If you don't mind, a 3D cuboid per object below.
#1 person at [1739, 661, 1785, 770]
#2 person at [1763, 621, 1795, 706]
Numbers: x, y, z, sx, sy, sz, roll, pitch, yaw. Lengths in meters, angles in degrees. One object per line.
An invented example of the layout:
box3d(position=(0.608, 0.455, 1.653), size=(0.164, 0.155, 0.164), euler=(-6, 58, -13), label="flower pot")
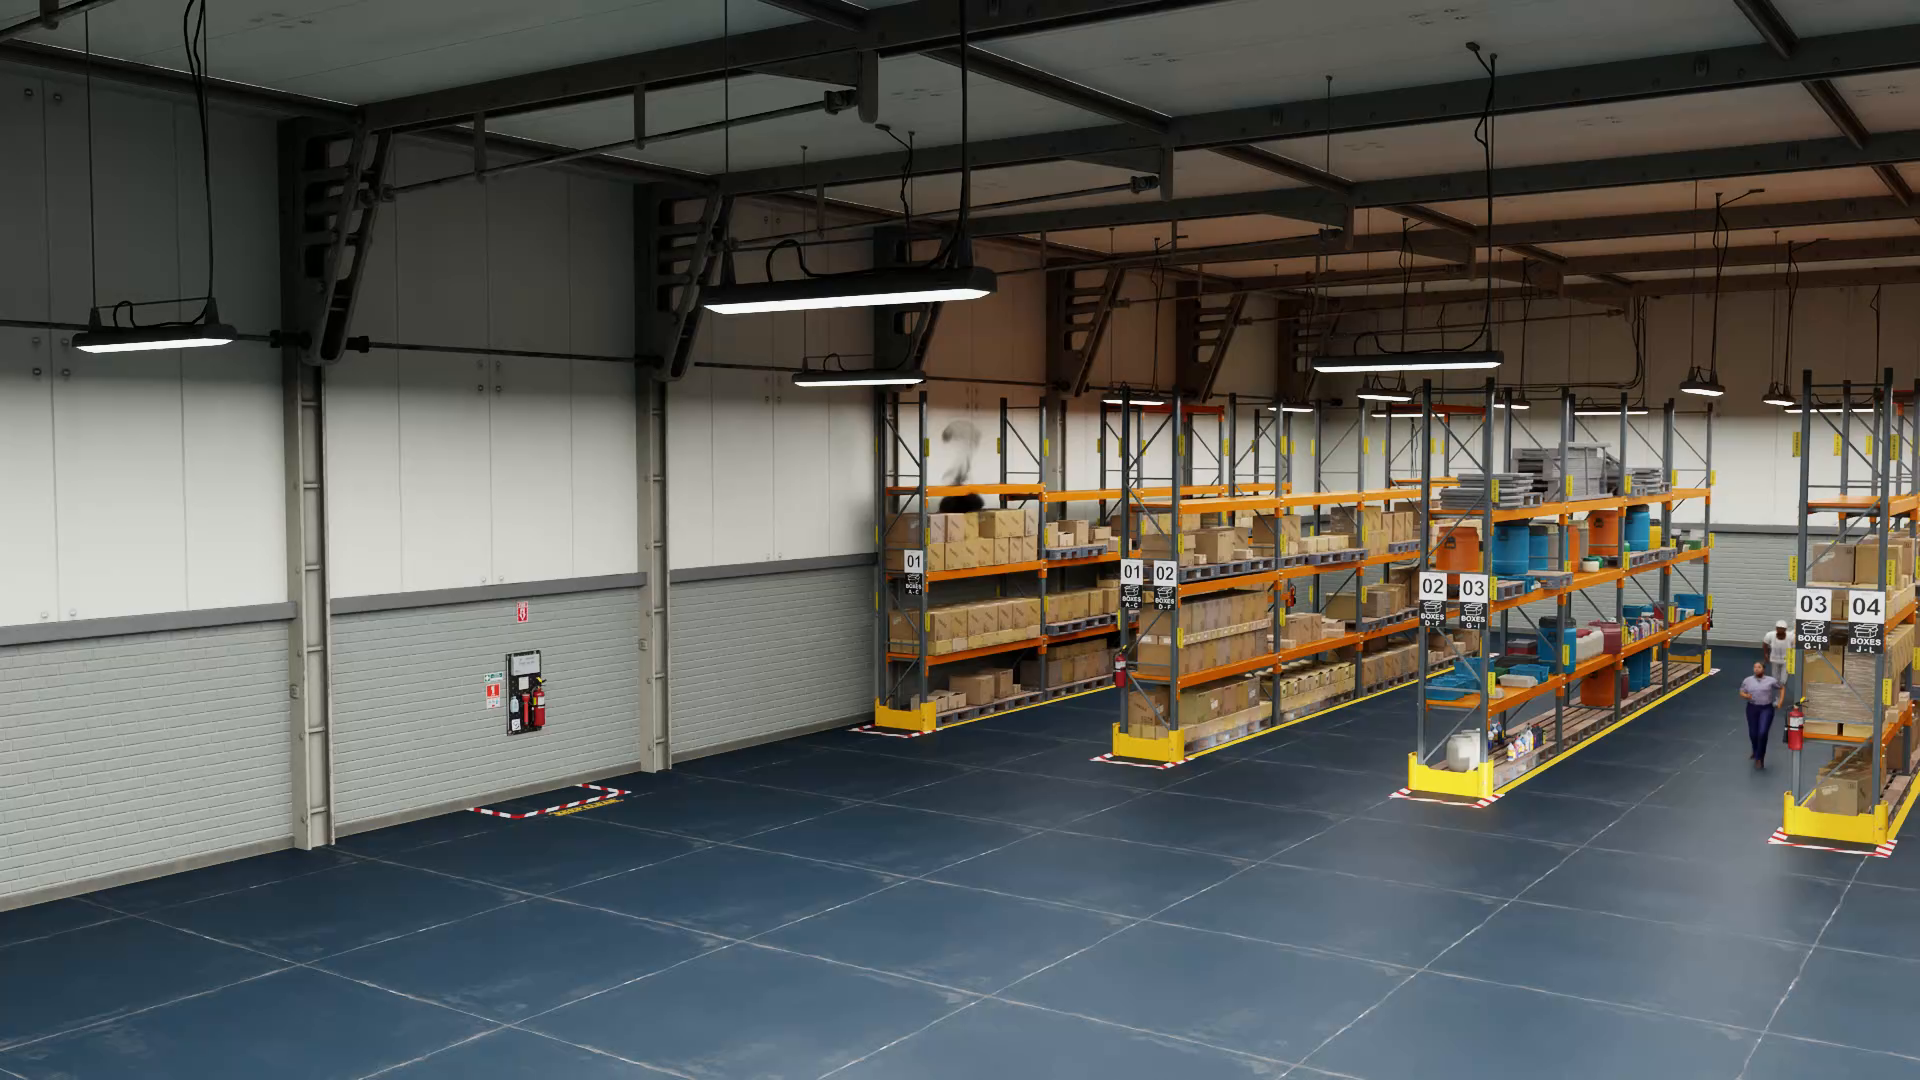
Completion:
box3d(position=(12.615, 2.748, 26.212), size=(0.608, 1.686, 0.802), euler=(3, 4, 39), label="person")
box3d(position=(15.954, 2.386, 32.285), size=(0.693, 1.689, 0.779), euler=(2, 4, 31), label="person")
